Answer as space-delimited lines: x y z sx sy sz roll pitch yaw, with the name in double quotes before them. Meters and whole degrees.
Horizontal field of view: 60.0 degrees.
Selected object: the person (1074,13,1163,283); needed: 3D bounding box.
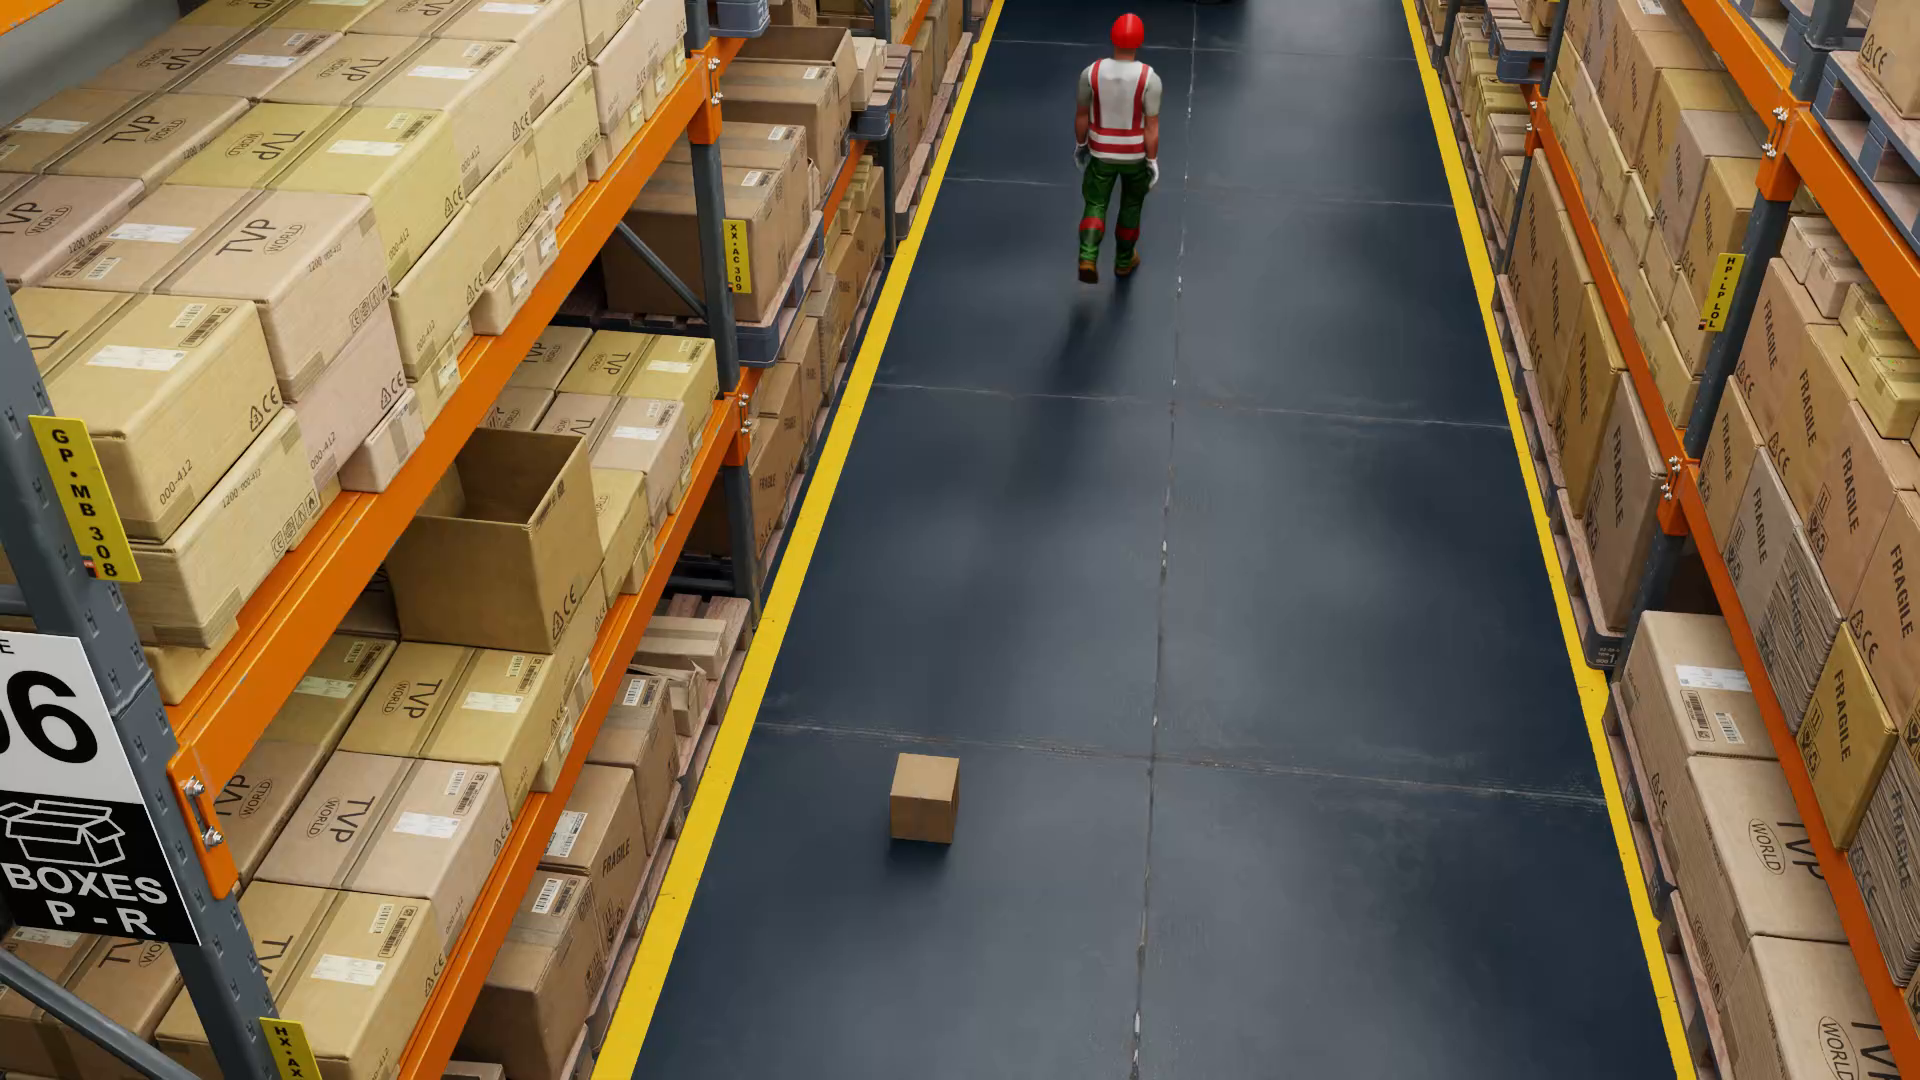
"person" 0.972 -2.393 10.325 0.553 1.766 0.827 9 37 12
